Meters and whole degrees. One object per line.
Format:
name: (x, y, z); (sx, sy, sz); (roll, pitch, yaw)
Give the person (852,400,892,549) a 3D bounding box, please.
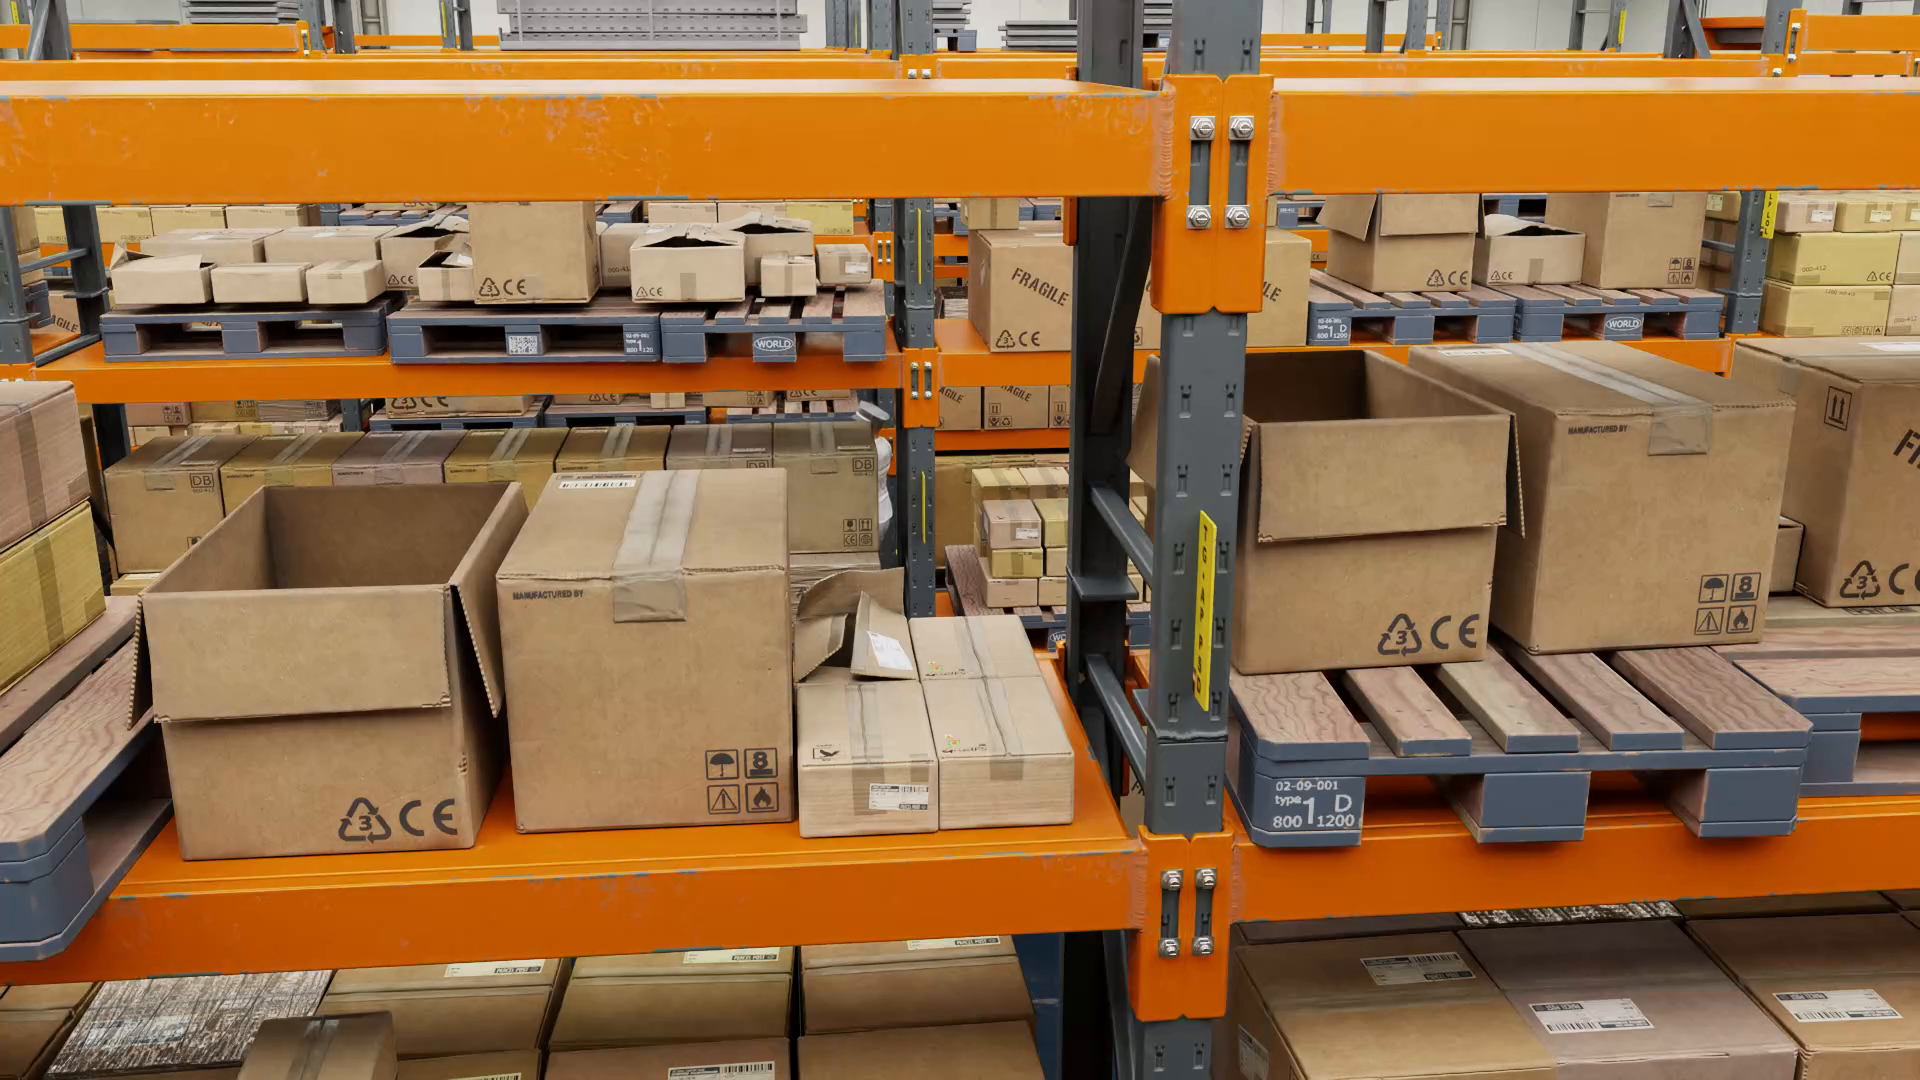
person: (-0.776, -0.144, 11.973); (0.571, 1.768, 0.494); (4, 17, 12)
